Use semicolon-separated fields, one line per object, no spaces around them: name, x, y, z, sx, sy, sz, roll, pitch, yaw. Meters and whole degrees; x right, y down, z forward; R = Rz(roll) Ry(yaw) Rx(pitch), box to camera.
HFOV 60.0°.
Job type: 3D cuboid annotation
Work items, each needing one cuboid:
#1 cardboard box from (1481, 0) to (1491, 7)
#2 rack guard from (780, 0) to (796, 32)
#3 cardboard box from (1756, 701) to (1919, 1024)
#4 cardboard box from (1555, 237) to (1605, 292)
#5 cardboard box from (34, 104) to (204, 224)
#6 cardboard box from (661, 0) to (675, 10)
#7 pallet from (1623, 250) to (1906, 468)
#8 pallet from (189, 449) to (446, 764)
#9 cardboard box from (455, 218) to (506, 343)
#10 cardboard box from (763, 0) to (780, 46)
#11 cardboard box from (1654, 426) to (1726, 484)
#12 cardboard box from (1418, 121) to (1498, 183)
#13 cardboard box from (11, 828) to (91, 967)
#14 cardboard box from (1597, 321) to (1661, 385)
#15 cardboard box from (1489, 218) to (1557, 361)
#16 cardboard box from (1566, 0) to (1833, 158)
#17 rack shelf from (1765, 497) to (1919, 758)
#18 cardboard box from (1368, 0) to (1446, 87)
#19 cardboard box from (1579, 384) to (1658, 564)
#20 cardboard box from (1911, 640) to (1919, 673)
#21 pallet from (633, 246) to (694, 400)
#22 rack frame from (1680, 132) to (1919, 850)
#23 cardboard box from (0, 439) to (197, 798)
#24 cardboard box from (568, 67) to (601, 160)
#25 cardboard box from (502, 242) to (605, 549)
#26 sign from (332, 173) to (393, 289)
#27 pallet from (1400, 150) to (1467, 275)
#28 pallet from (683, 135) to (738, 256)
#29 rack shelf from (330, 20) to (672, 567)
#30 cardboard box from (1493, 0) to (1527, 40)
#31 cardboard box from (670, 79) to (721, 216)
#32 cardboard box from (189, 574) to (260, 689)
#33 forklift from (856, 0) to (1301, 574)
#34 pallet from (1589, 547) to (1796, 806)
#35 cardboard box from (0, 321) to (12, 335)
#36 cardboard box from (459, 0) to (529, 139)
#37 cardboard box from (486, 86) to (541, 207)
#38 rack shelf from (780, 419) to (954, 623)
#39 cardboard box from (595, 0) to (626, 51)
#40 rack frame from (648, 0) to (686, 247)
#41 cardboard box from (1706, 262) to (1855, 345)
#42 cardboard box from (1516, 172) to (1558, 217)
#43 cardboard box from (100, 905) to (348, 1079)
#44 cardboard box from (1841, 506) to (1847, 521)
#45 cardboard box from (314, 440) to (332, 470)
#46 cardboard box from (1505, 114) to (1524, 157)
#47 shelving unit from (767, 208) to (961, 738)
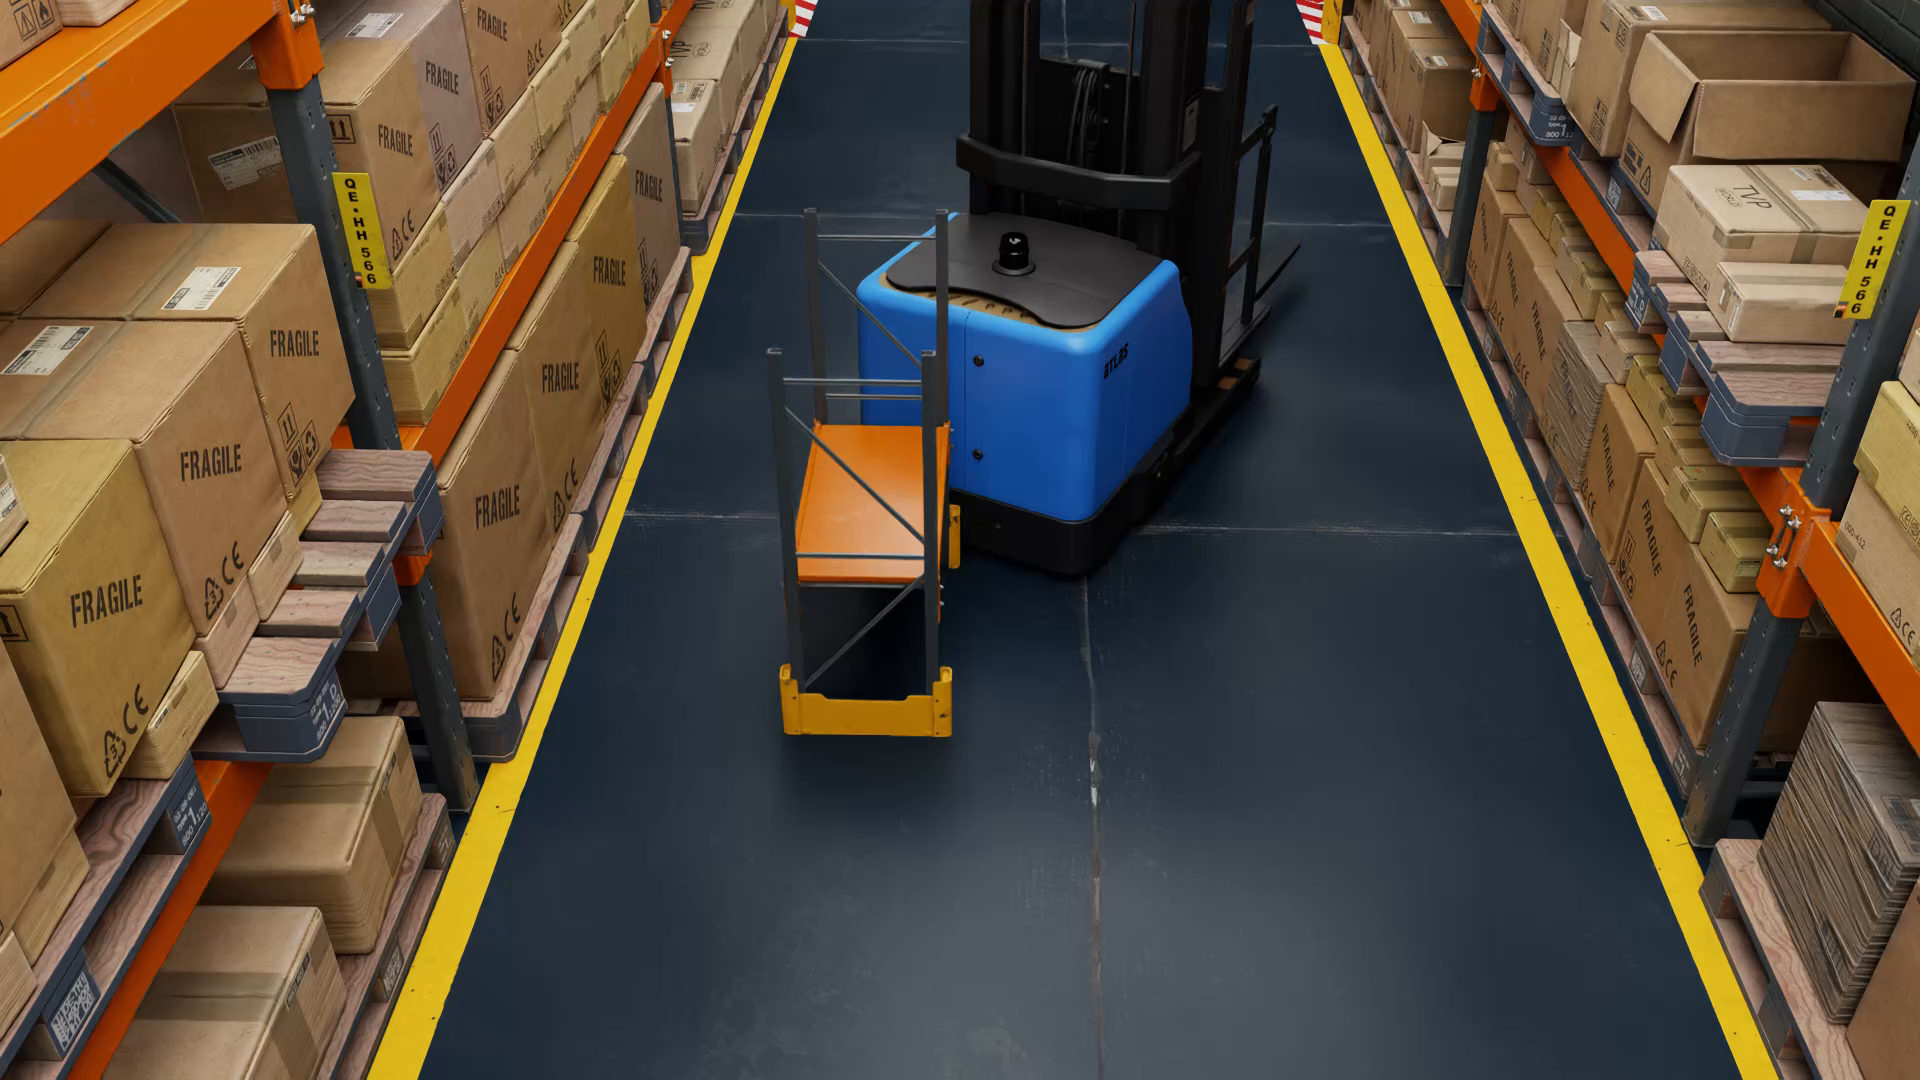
cardboard box;2.773;-2.643;8.120;0.380;0.149;0.250;2;35;3
rack guard;-1.785;-3.958;11.947;1.175;0.500;0.348;1;35;2
cardboard box;2.813;0.899;4.562;0.875;0.625;0.625;2;35;3
cardboard box;2.755;-1.162;7.039;0.380;0.149;0.250;1;35;2
cardboard box;-2.348;-1.124;4.784;0.500;0.500;0.500;0;35;1
cardboard box;-1.666;-2.974;8.285;0.500;0.500;0.500;2;35;3
pallet;2.809;-0.571;5.121;1.213;0.211;1.003;1;35;2
pallet;-2.030;0.119;4.138;1.213;0.211;1.003;1;35;2
cardboard box;-1.834;-0.880;5.524;0.500;0.250;0.500;0;35;1
cardboard box;-1.713;-3.709;11.282;0.875;0.438;0.875;0;35;0
cardboard box;2.654;-0.270;5.771;0.380;0.149;0.250;0;35;0
cardboard box;2.756;-2.142;9.201;0.396;0.266;0.258;3;35;4
cardboard box;-1.869;0.646;3.076;0.380;0.149;0.250;0;35;0
cardboard box;2.700;-0.724;6.416;0.380;0.149;0.250;0;35;0
cardboard box;2.757;-1.127;7.553;0.500;0.500;0.500;1;35;1
cardboard box;2.718;-1.748;6.176;0.700;0.500;0.500;1;35;2
rack shelf;2.772;1.185;3.081;1.077;0.370;4.000;1;35;2
cardboard box;2.981;-3.164;10.453;0.700;0.500;0.500;3;35;4
cardboard box;2.703;-0.244;6.296;0.500;0.500;0.500;3;35;4
cardboard box;2.565;0.341;3.786;0.500;0.250;0.500;1;35;1
pallet;-1.903;-1.083;8.108;1.003;0.211;1.213;1;35;2
rack frame;2.852;-0.258;4.509;1.000;3.000;0.127;1;35;2
cardboard box;-1.877;0.150;3.218;0.500;0.500;0.500;-1;35;-1
cardboard box;-1.774;-1.762;6.779;0.500;0.250;0.500;0;35;1
cardboard box;-1.957;-0.581;6.450;0.875;0.875;0.875;2;35;2
sign;-1.565;-0.805;4.349;0.100;0.325;0.005;1;35;2
pallet;3.041;-1.810;9.142;1.003;0.211;1.213;1;35;2
pallet;-1.838;-1.963;9.360;1.003;0.211;1.213;1;35;2
rack shelf;-2.027;-1.226;6.511;1.077;0.370;4.000;1;35;2
cardboard box;2.770;-2.497;7.241;0.700;0.500;0.500;2;35;3
cardboard box;-1.815;-2.151;9.065;0.875;0.438;0.875;1;35;1
cardboard box;-1.808;0.200;3.710;0.380;0.149;0.250;0;35;0
forklift;0.737;-1.893;6.895;1.130;2.935;3.031;17;39;23
pallet;2.920;0.454;5.920;1.003;0.211;1.213;1;35;2
cardboard box;-2.371;-0.153;3.648;0.500;0.500;0.500;3;35;4
cardboard box;-1.797;-1.681;5.576;0.500;0.500;0.500;2;35;3
cardboard box;-1.786;-1.383;5.804;0.500;0.250;0.500;1;35;2
rack shelf;-0.307;-0.090;5.886;0.538;0.185;1.000;1;35;1
cardboard box;-1.734;-2.266;7.061;0.500;0.250;0.500;2;35;3
rack frame;-1.947;-2.669;7.939;1.000;3.000;0.127;1;35;2
cardboard box;2.495;-0.714;5.010;0.380;0.149;0.250;2;35;3
cardboard box;2.799;-1.610;7.677;0.380;0.149;0.250;0;35;1
cardboard box;-2.162;1.281;4.239;0.950;0.372;0.625;1;35;1
cardboard box;3.189;0.075;5.843;0.500;0.500;0.500;1;35;2
cardboard box;-1.886;-0.246;4.345;0.380;0.149;0.250;3;35;4
cardboard box;2.793;-1.891;7.818;0.380;0.149;0.250;1;35;1
shelving unit;-0.307;-0.242;5.790;0.587;1.500;1.083;1;35;1
